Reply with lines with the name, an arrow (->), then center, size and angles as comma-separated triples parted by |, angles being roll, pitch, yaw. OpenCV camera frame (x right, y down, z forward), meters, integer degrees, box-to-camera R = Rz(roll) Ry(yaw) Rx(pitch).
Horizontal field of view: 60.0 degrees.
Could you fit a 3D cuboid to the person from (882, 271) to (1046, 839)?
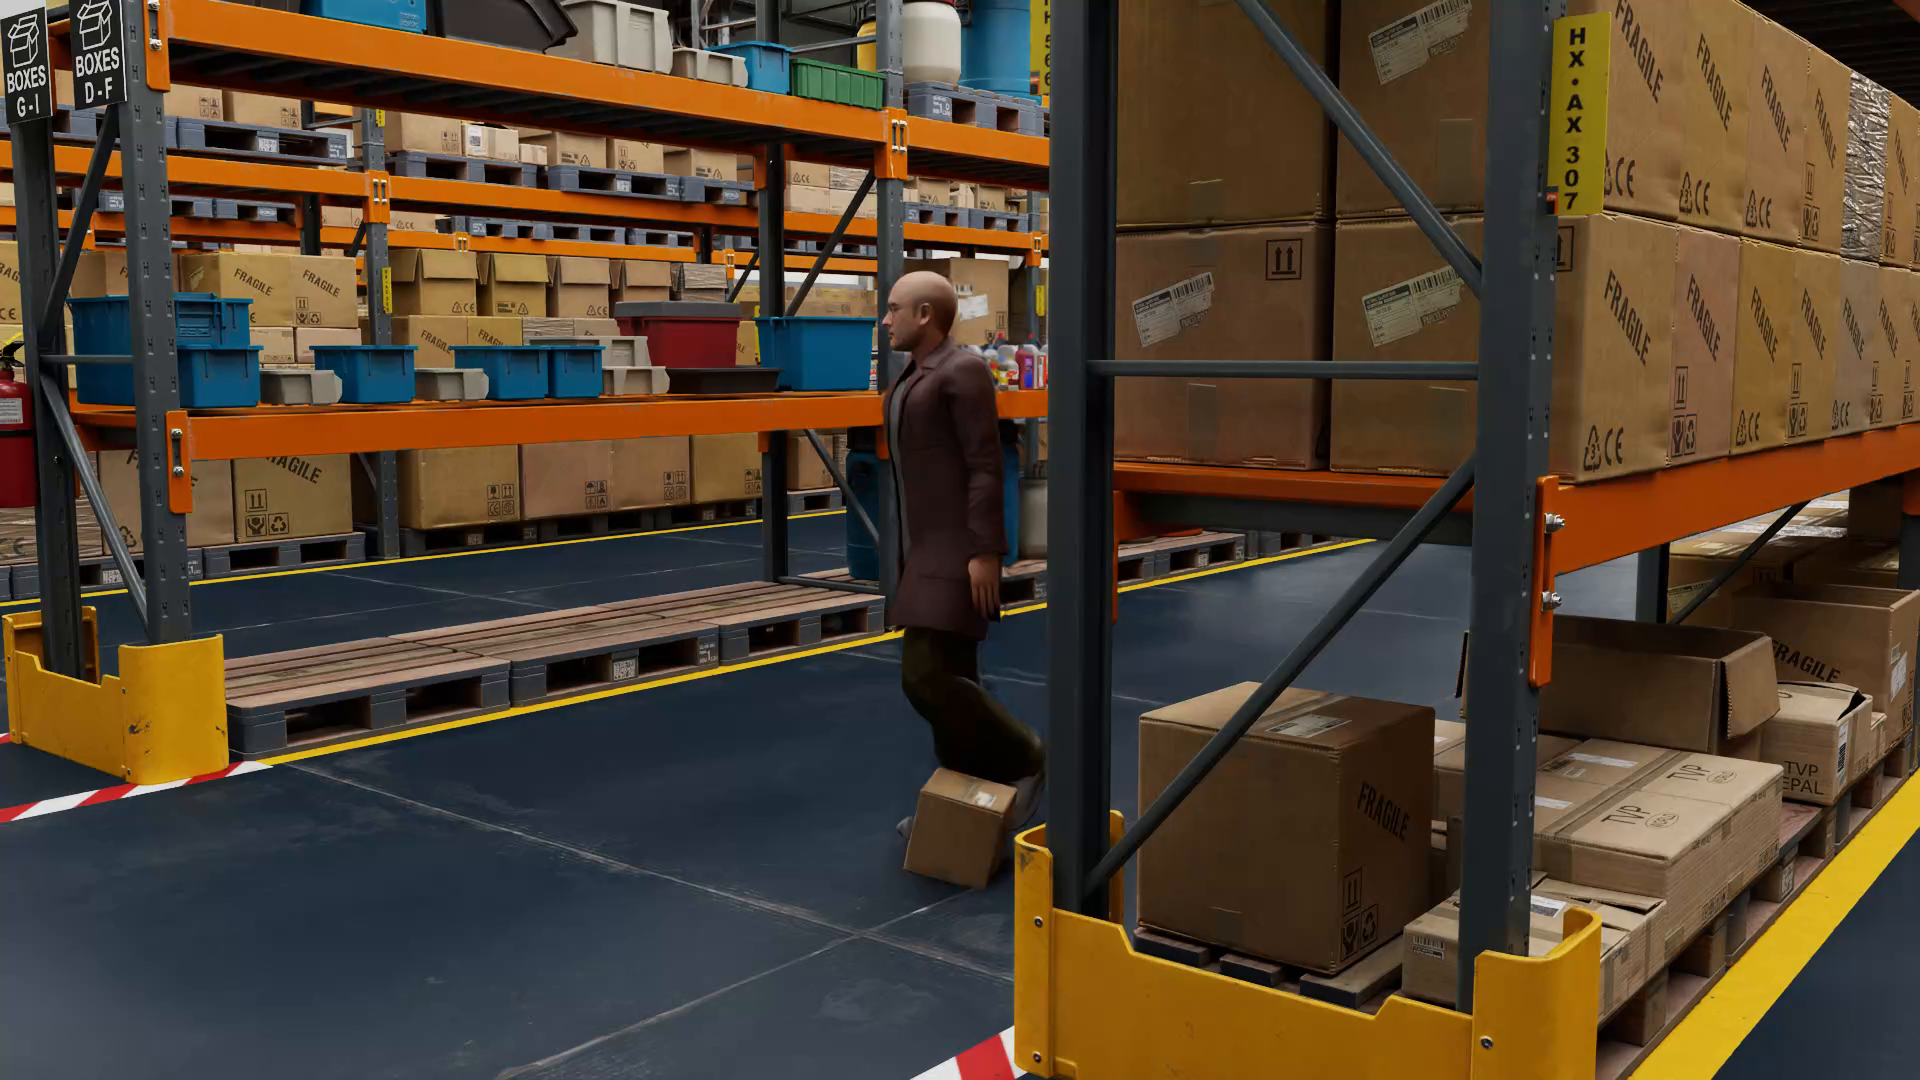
person -> 0.009, 0.061, 5.172 | 0.563, 1.774, 0.614 | -2, 7, -18
